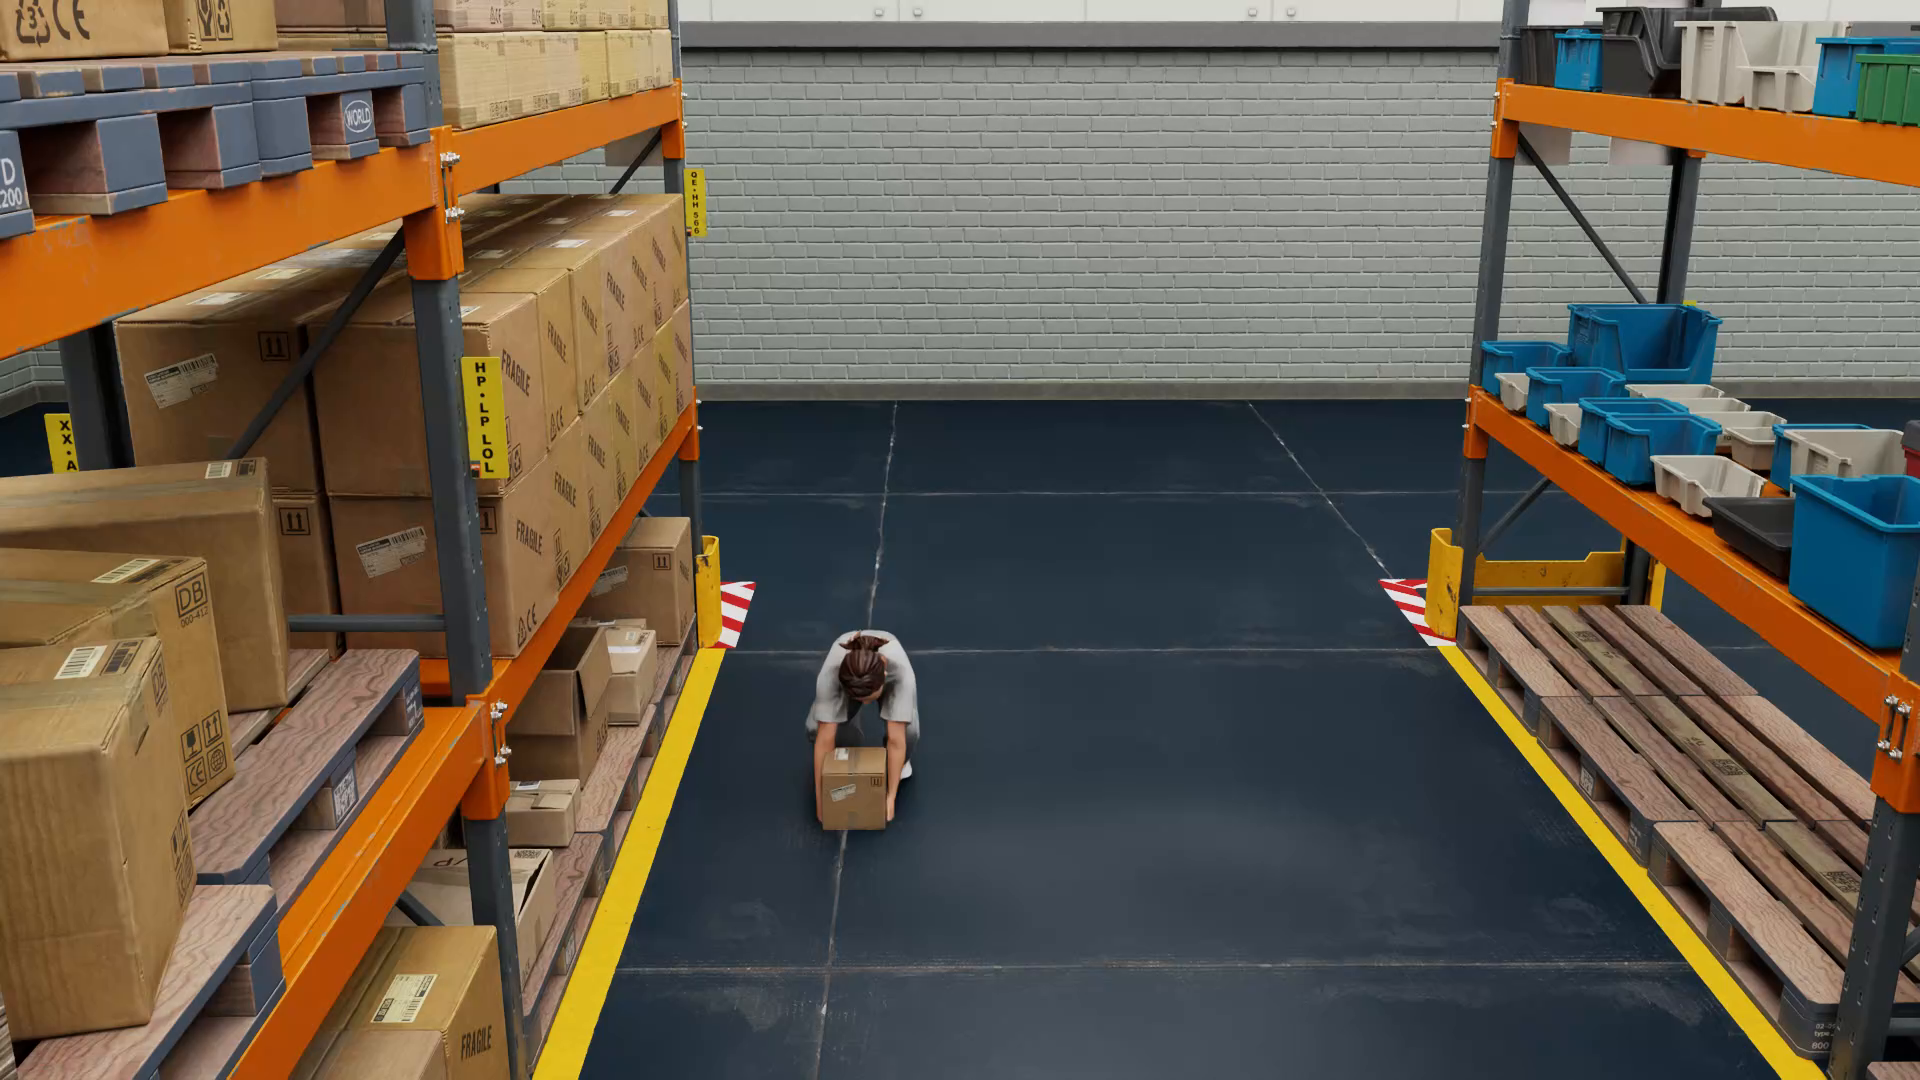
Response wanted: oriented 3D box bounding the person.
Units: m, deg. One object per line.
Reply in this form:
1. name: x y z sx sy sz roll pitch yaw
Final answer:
1. person: -0.392 0.712 6.948 0.475 0.822 0.832 2 17 6
